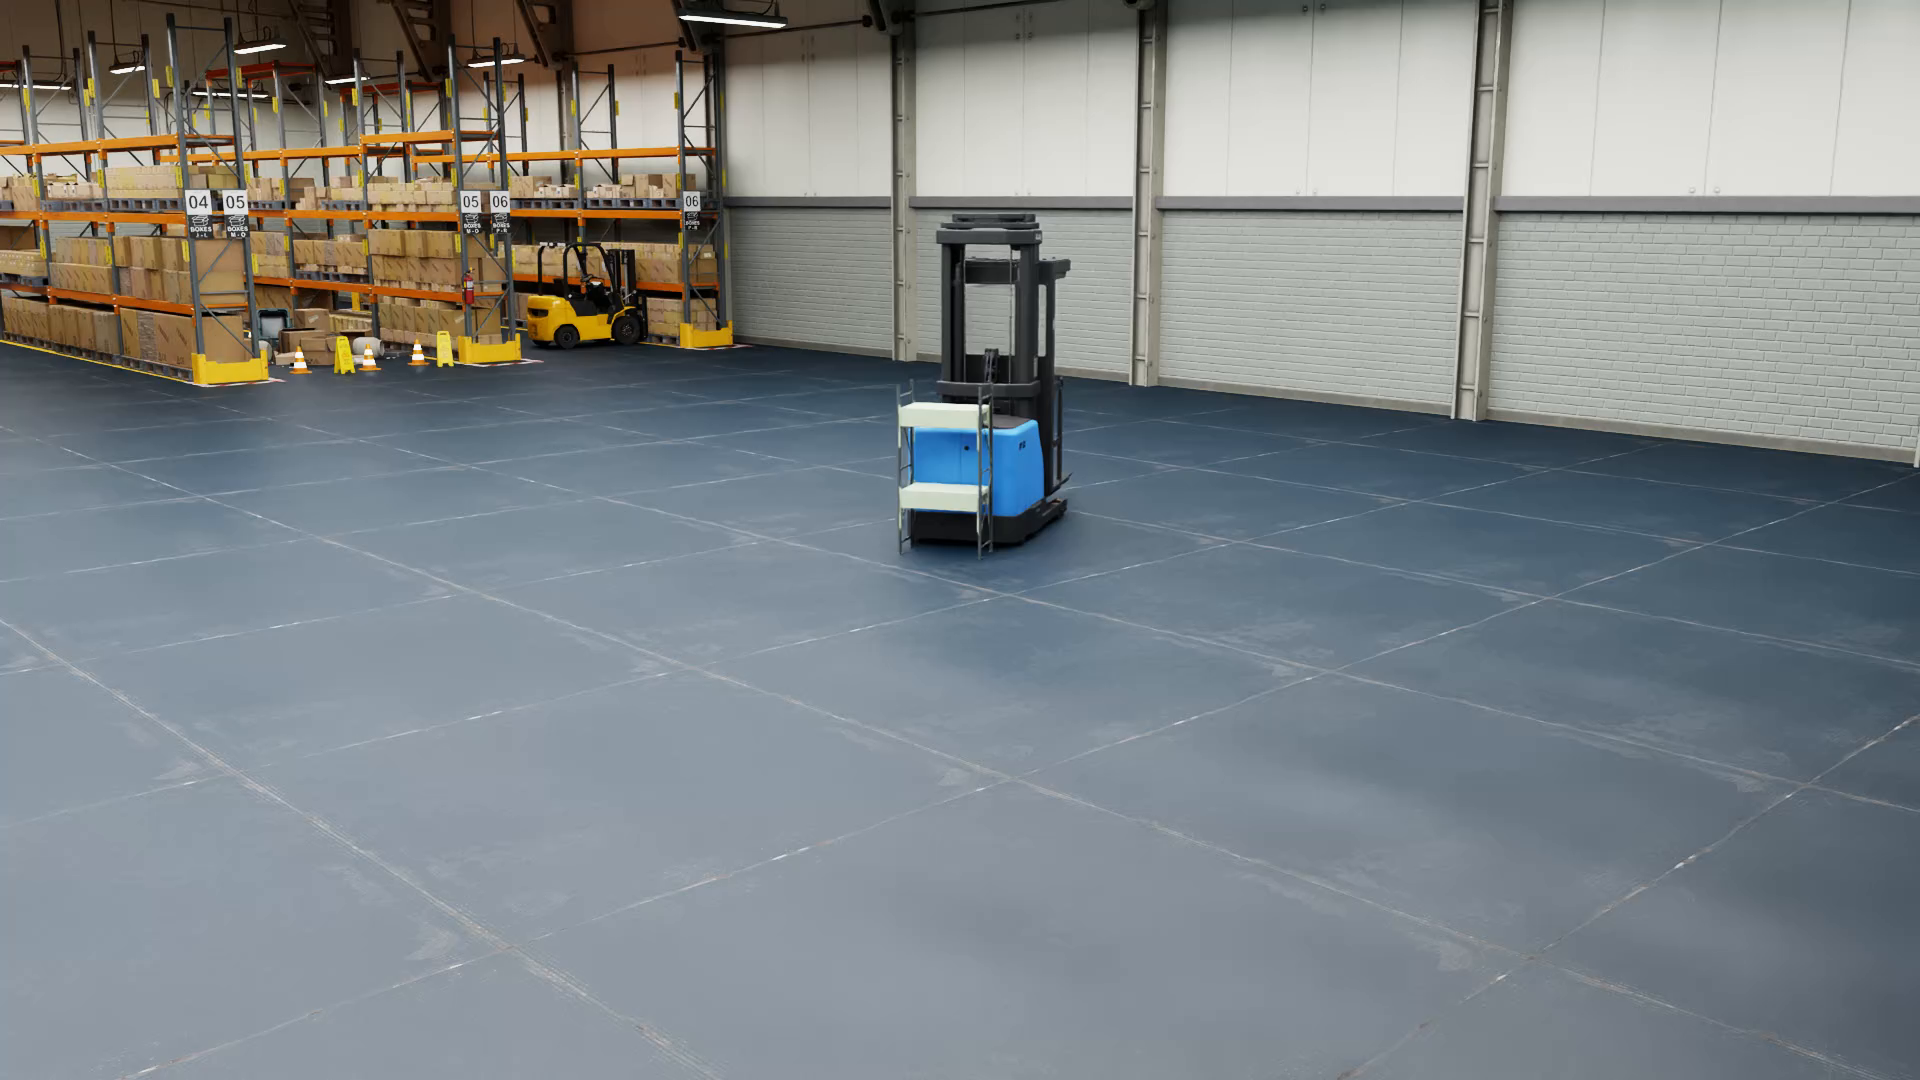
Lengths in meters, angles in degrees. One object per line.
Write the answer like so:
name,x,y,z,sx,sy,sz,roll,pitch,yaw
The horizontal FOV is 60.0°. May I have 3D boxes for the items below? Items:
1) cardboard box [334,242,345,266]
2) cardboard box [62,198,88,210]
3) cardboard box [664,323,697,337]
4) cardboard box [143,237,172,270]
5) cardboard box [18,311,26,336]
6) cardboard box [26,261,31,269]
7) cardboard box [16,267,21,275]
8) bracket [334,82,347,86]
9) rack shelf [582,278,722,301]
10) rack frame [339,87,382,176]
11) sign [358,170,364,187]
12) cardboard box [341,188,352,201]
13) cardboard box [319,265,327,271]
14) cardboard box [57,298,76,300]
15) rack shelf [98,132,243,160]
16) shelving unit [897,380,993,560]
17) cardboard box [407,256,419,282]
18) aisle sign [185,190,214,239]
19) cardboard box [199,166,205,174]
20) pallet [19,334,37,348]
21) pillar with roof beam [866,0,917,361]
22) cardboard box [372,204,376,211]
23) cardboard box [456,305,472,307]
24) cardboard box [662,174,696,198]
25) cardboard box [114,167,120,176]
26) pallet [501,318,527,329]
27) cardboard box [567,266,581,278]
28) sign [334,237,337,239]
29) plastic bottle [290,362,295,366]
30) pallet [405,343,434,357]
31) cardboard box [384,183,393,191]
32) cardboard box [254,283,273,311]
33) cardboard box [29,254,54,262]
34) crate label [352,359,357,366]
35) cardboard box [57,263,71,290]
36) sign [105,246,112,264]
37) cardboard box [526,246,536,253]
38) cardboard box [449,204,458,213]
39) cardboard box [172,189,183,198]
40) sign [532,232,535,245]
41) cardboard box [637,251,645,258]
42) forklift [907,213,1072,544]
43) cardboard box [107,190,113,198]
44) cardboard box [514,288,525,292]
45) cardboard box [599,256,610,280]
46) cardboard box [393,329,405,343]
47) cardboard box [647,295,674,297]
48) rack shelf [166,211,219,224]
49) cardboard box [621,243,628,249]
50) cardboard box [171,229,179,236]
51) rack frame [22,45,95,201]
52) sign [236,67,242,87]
cardboard box,-12.909,-6.066,35.232,0.500,0.500,0.500,-10,15,-41
cardboard box,-18.203,-6.999,34.108,0.500,0.500,0.500,-11,16,-43
cardboard box,-5.932,-4.473,35.303,0.500,0.250,0.500,-11,16,-42
cardboard box,-13.900,-5.082,29.437,0.875,0.550,0.500,-11,16,-43
cardboard box,-19.707,-4.630,35.441,0.500,0.500,0.500,-11,16,-42
cardboard box,-18.858,-5.636,34.019,0.380,0.149,0.250,-10,15,-40
cardboard box,-19.379,-5.601,34.585,0.250,0.149,0.380,11,16,43
bracket,-17.609,-13.035,47.300,0.235,0.232,0.430,-11,16,-43
rack shelf,-6.760,-5.529,36.438,1.077,0.370,4.000,-11,16,-43
rack frame,-16.428,-10.863,45.677,1.000,3.000,0.127,-11,16,-43
sign,-12.128,-7.319,33.650,0.100,0.325,0.005,-11,16,-43
cardboard box,-12.583,-7.222,34.770,0.500,0.250,0.500,-11,16,-42
cardboard box,-13.677,-5.915,36.108,0.380,0.149,0.250,-10,15,-39
cardboard box,-18.985,-4.992,35.341,0.500,0.250,0.500,-11,16,-42
rack shelf,-13.858,-6.875,29.093,1.077,0.370,4.000,-11,16,-43
shelving unit,-0.128,-0.618,14.533,0.755,1.500,0.431,3,12,16
cardboard box,-10.562,-5.357,32.833,0.500,0.500,0.500,-11,16,-42
aisle sign,-12.645,-5.414,27.654,0.394,0.787,0.004,-11,16,-43
cardboard box,-12.826,-6.352,28.570,0.380,0.149,0.250,-11,16,-43
pallet,-19.378,-4.287,35.536,1.003,0.211,1.213,-11,16,-43
pillar with roof beam,-4.178,-7.280,28.284,9.100,9.000,0.548,-11,16,-43
cardboard box,-11.690,-6.747,33.754,0.380,0.149,0.250,-11,16,-43
cardboard box,-10.045,-4.434,33.251,0.500,0.500,0.500,-10,16,-41
cardboard box,-5.861,-7.393,34.732,0.500,0.500,0.500,-10,15,-41
cardboard box,-14.882,-6.594,29.745,0.380,0.149,0.250,-11,16,-43
pallet,-10.363,-5.266,40.288,1.003,0.211,1.213,-11,16,-43
cardboard box,-8.679,-6.137,37.977,0.500,0.250,0.500,-10,16,-41
sign,-14.105,-6.671,37.521,0.100,0.325,0.005,-11,16,-43
plastic bottle,-12.397,-3.281,31.024,0.283,0.061,0.133,6,13,26
pallet,-10.393,-3.845,33.387,1.003,0.211,1.213,-11,16,-43
cardboard box,-11.209,-7.011,33.059,0.380,0.149,0.250,-11,16,-43
cardboard box,-16.138,-5.604,39.242,0.875,0.875,0.875,-10,15,-41
cardboard box,-18.672,-5.742,33.796,0.250,0.149,0.380,11,16,43
crate label,-11.352,-3.280,30.833,0.298,0.136,0.250,3,12,16
cardboard box,-17.534,-5.233,32.967,0.500,0.500,0.500,-11,16,-43
sign,-15.625,-5.228,30.520,0.100,0.325,0.005,-11,16,-43
cardboard box,-9.998,-6.850,39.208,0.380,0.149,0.250,-10,16,-41
cardboard box,-9.415,-6.257,31.375,0.380,0.149,0.250,-11,16,-42
cardboard box,-12.952,-5.795,27.846,0.380,0.149,0.250,-11,16,-43
sign,-10.505,-7.402,40.877,0.100,0.325,0.005,-11,16,-43
cardboard box,-6.725,-6.152,35.821,0.380,0.149,0.250,-11,16,-42
forklift,0.428,-1.656,16.026,1.130,2.935,3.031,3,12,16
cardboard box,-15.234,-6.277,30.185,0.380,0.149,0.250,-11,16,-43
cardboard box,-11.039,-6.176,41.340,0.380,0.149,0.250,-10,15,-40
cardboard box,-7.652,-6.048,36.923,0.500,0.500,0.500,-11,16,-42
cardboard box,-11.140,-4.140,33.686,0.500,0.250,0.500,-10,15,-39
cardboard box,-6.608,-5.258,36.632,0.500,0.250,0.500,-11,16,-44
rack shelf,-18.635,-8.058,41.276,1.077,0.370,4.000,-11,16,-43
cardboard box,-7.189,-6.421,36.391,0.380,0.149,0.250,-11,16,-43
cardboard box,-19.528,-7.587,41.918,0.500,0.500,0.500,11,16,44
rack frame,-18.001,-8.299,33.231,1.000,3.000,0.127,-11,16,-43
sign,-12.071,-7.743,27.824,0.100,0.325,0.005,-11,16,-43
